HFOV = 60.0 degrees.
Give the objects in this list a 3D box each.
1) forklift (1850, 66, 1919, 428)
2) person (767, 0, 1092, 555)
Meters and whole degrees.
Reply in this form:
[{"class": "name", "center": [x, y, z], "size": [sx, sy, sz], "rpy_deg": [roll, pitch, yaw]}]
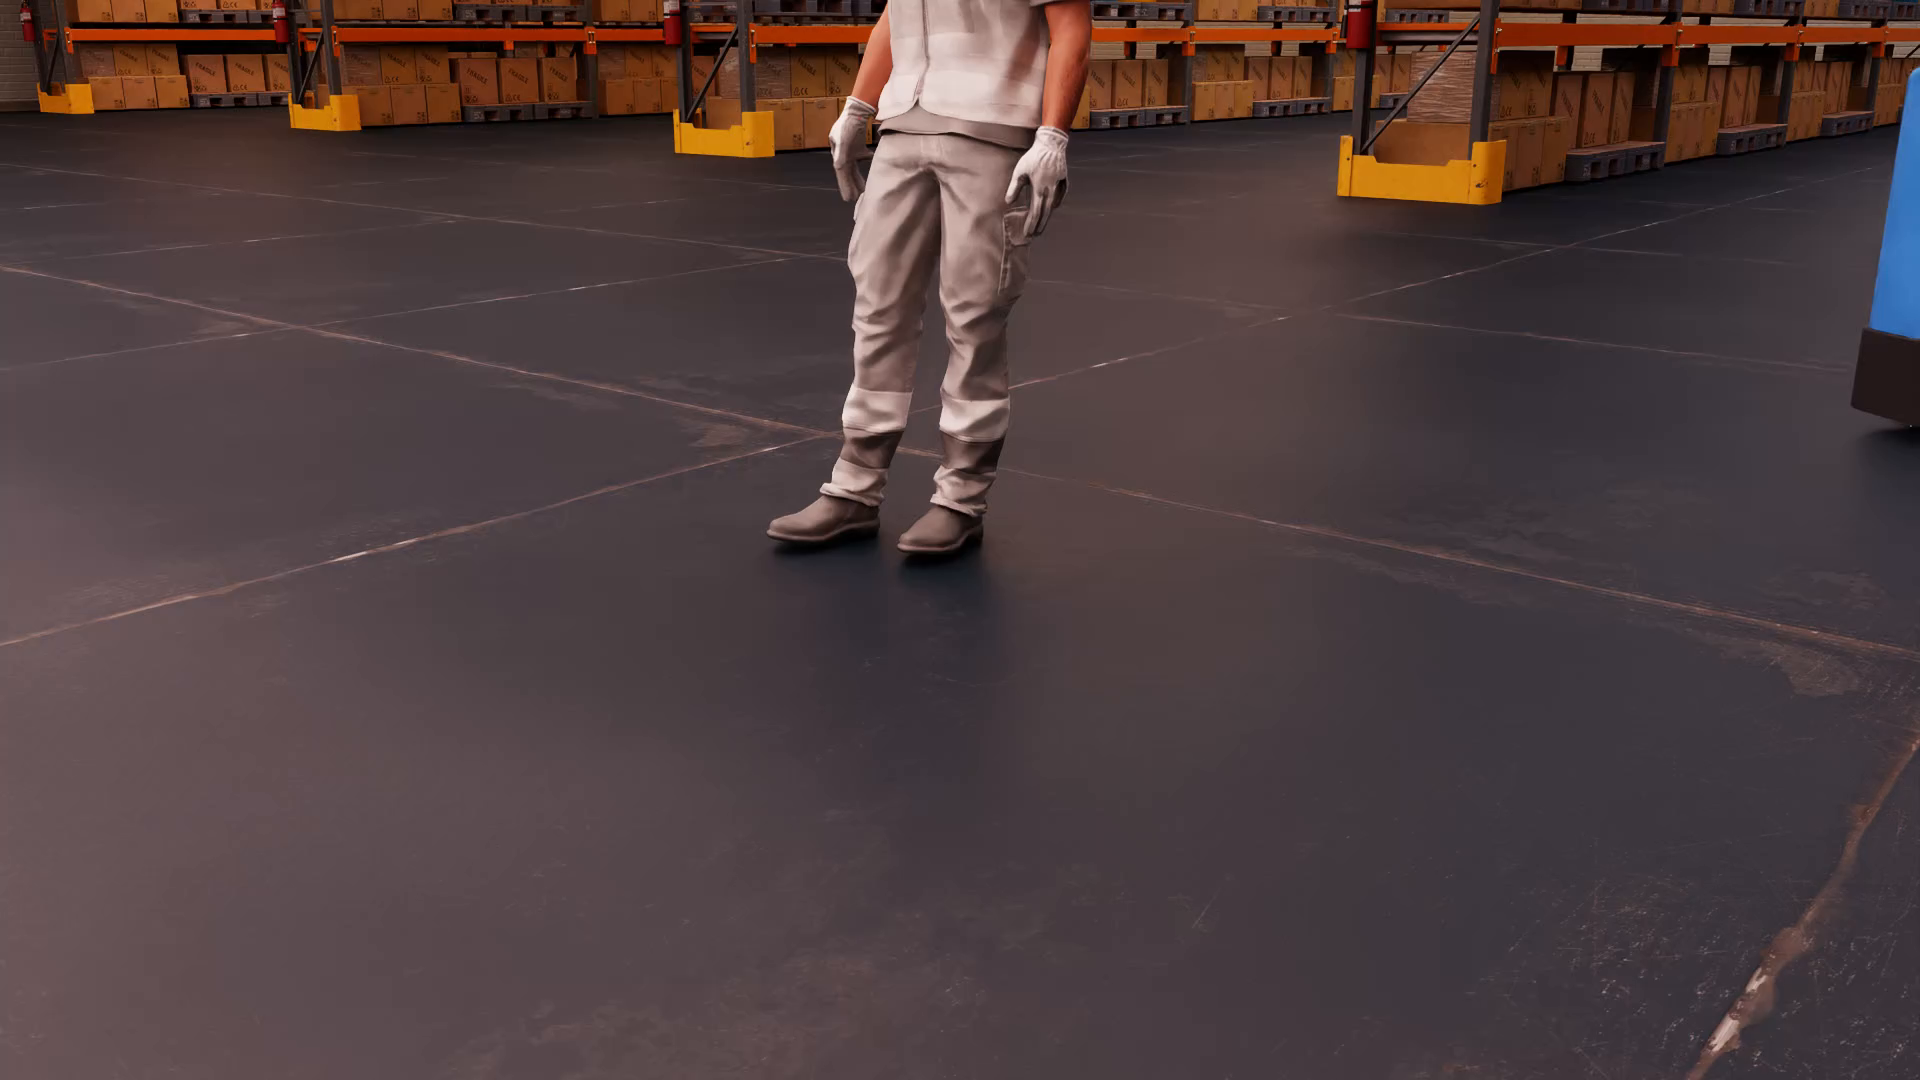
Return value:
[{"class": "forklift", "center": [4.258, -1.701, 4.499], "size": [3.031, 2.935, 1.130], "rpy_deg": [-4, 17, -12]}, {"class": "person", "center": [-0.061, -0.847, 3.628], "size": [0.637, 1.790, 0.562], "rpy_deg": [13, 21, 37]}]
